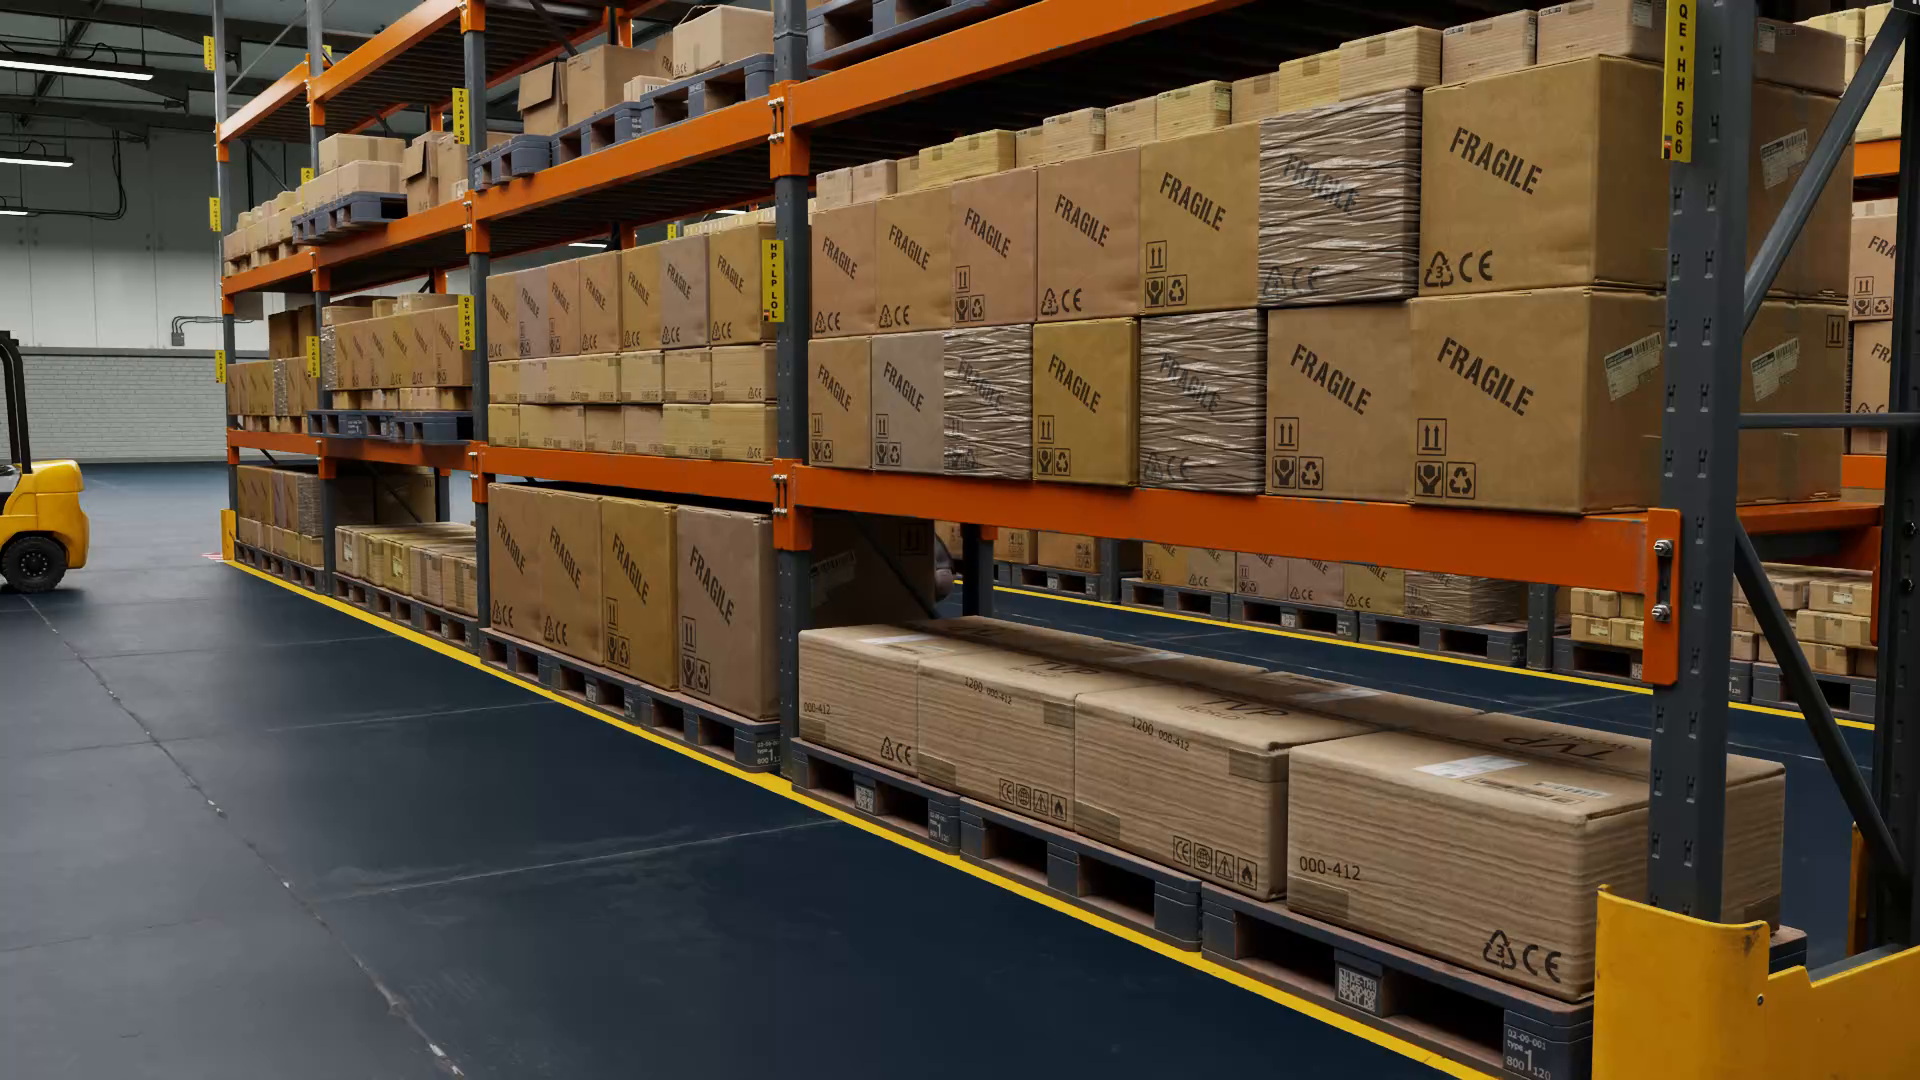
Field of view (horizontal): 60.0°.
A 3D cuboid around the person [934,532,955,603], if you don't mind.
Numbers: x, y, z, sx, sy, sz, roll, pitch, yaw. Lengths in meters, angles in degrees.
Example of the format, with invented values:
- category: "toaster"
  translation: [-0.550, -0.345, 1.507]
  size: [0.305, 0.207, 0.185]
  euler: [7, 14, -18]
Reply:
- category: "person"
  translation: [-0.420, 0.265, 9.672]
  size: [0.557, 1.003, 0.829]
  euler: [-3, 6, -34]
